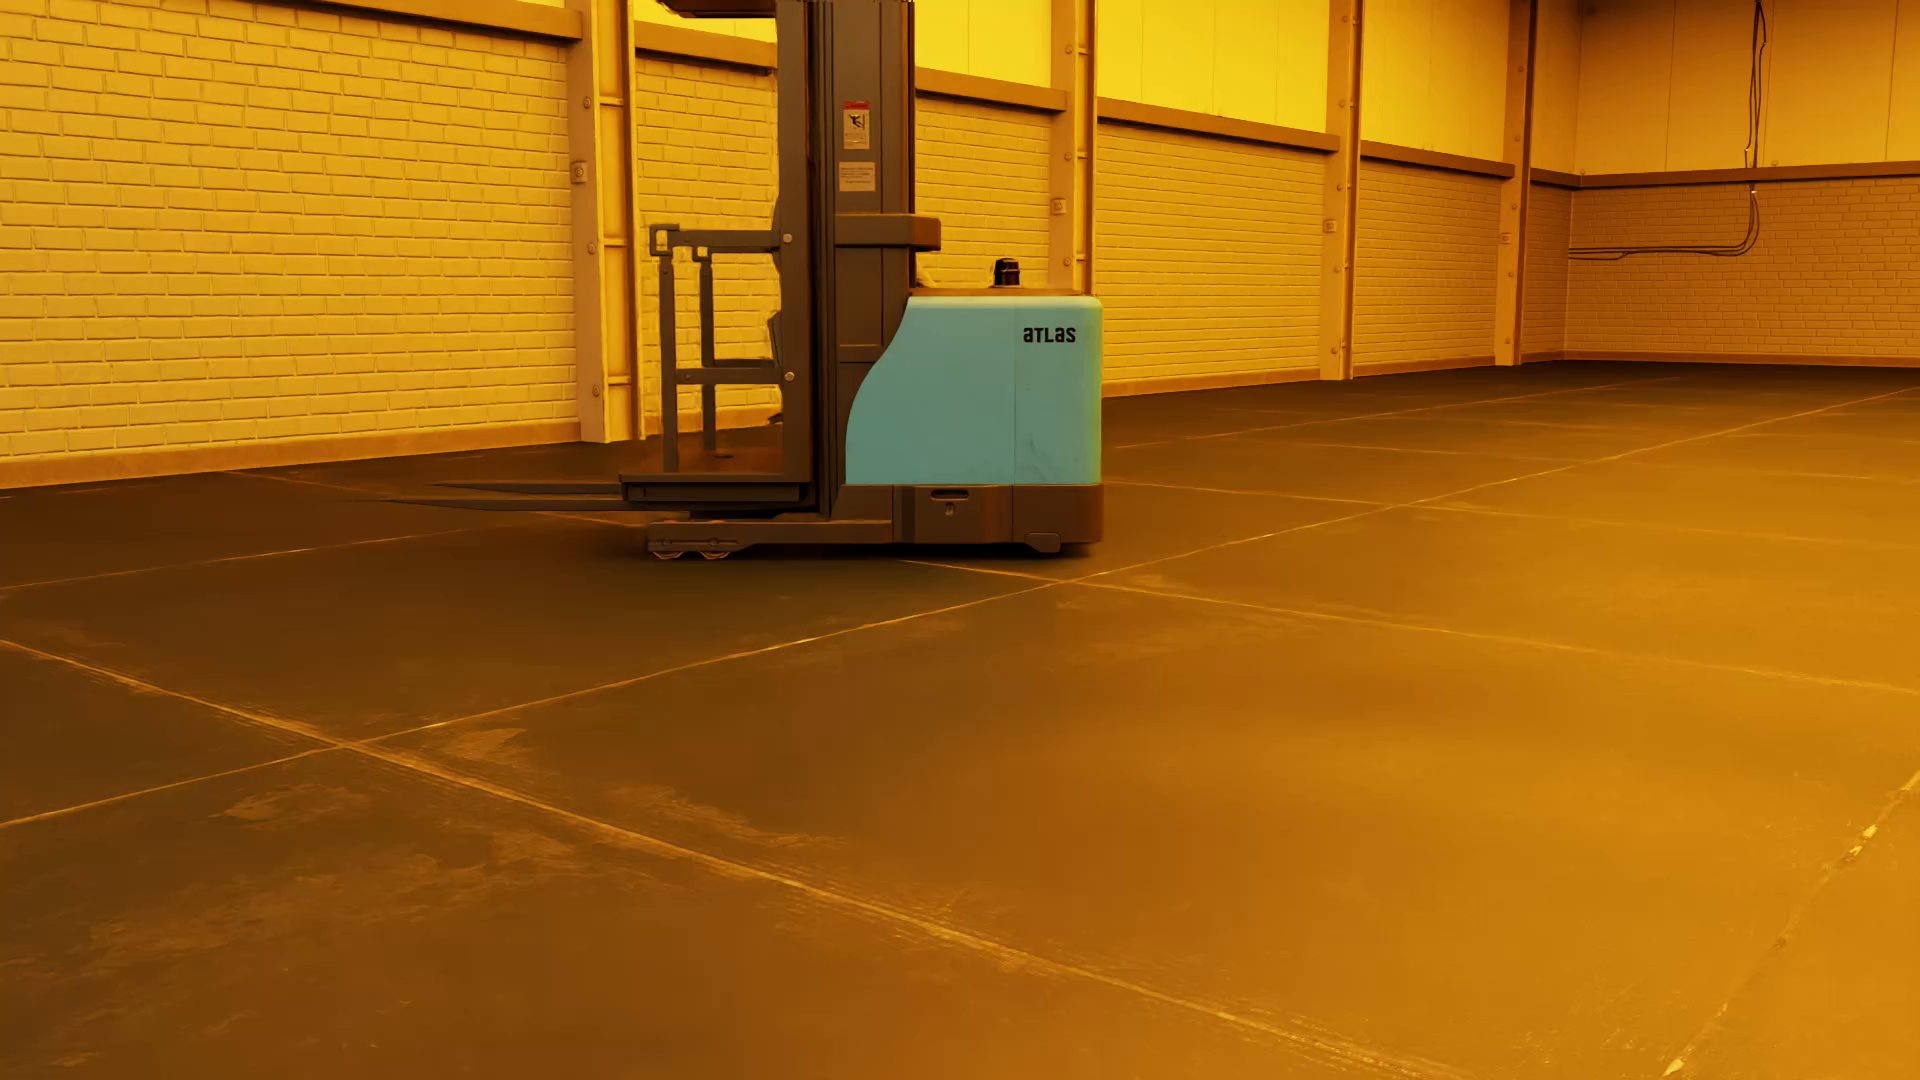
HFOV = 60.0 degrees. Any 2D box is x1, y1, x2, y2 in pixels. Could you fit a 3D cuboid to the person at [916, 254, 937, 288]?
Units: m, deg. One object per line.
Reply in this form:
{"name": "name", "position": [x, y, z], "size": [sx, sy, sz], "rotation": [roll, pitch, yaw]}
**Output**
{"name": "person", "position": [-0.519, -1.252, 10.167], "size": [0.943, 1.701, 0.756], "rotation": [-3, 9, -17]}

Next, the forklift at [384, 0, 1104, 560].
{"name": "forklift", "position": [-0.915, -1.444, 7.153], "size": [3.031, 2.935, 1.130], "rotation": [0, 8, 1]}
